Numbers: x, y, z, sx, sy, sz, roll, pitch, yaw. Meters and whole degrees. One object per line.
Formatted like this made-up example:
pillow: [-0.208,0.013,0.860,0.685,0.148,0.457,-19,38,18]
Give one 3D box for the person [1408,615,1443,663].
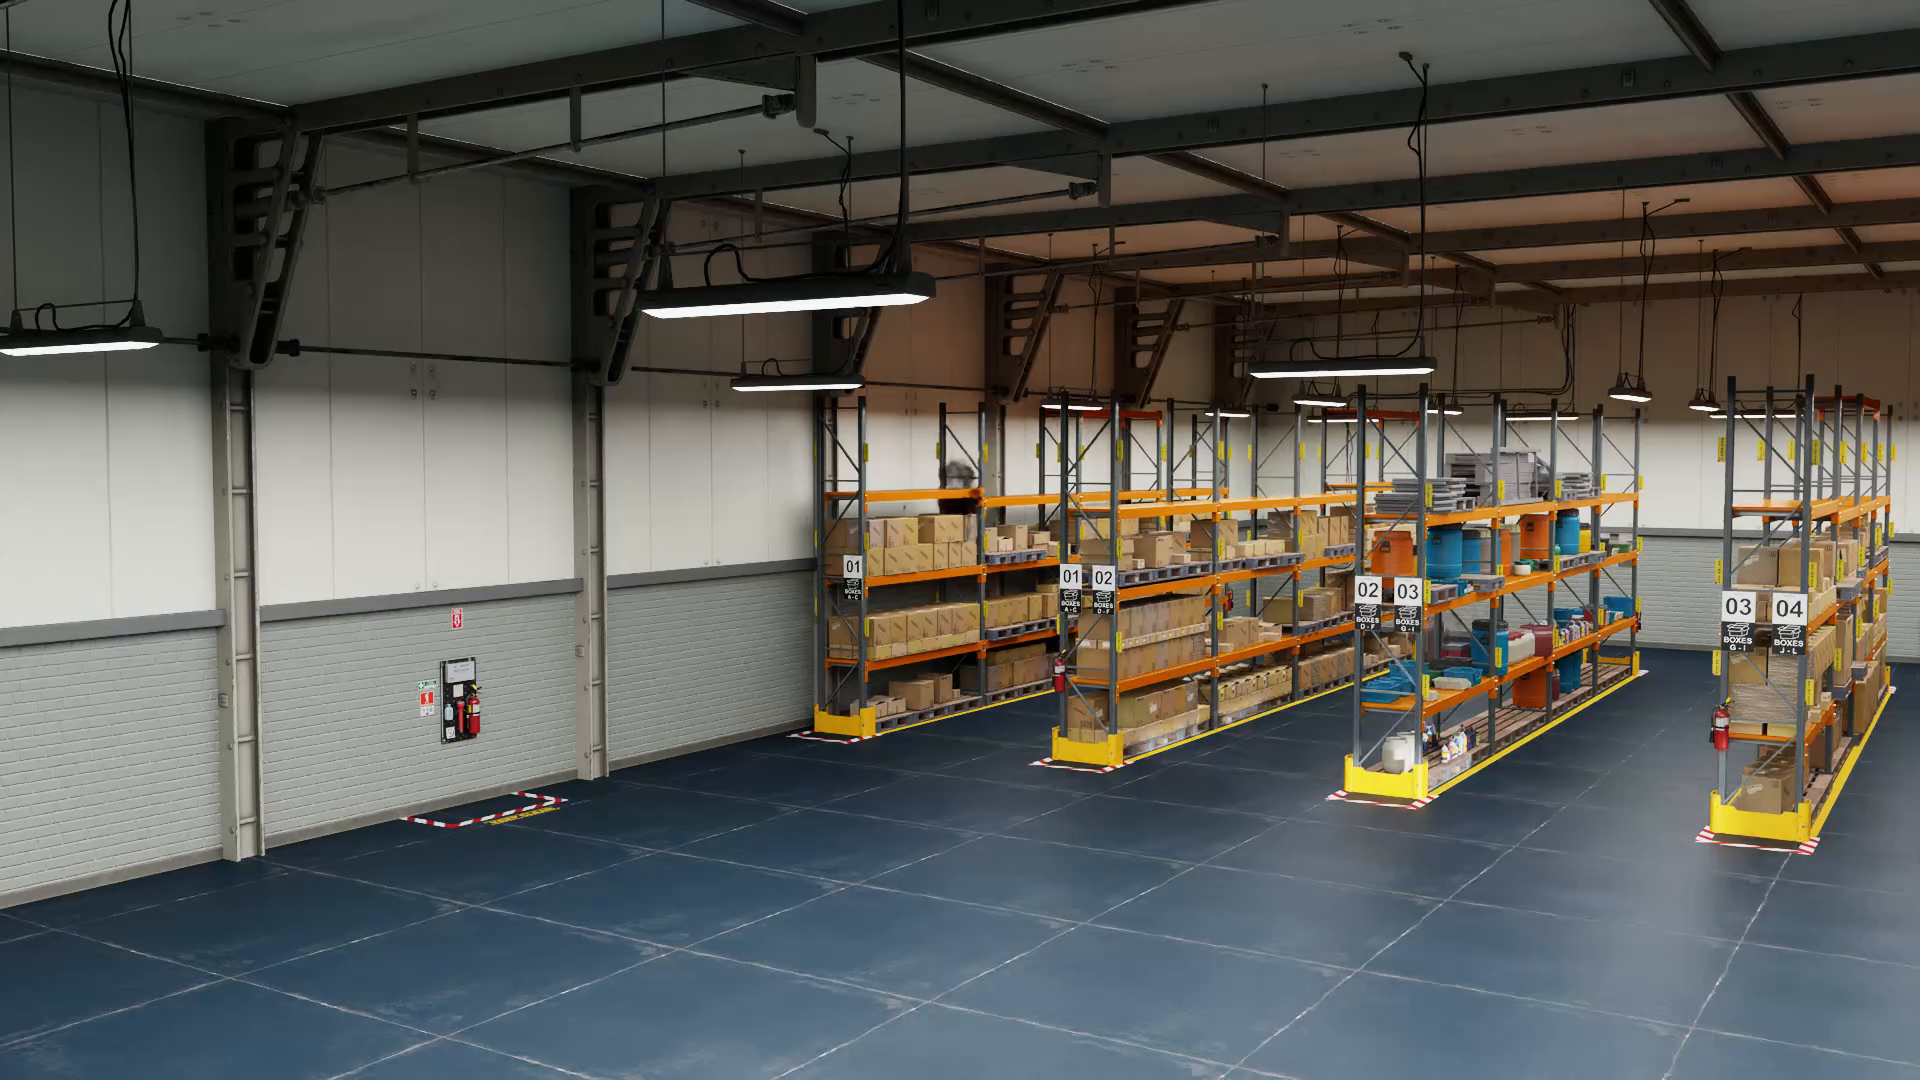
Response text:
person: [9.633,2.316,34.446,0.708,1.779,0.996,1,3,19]
